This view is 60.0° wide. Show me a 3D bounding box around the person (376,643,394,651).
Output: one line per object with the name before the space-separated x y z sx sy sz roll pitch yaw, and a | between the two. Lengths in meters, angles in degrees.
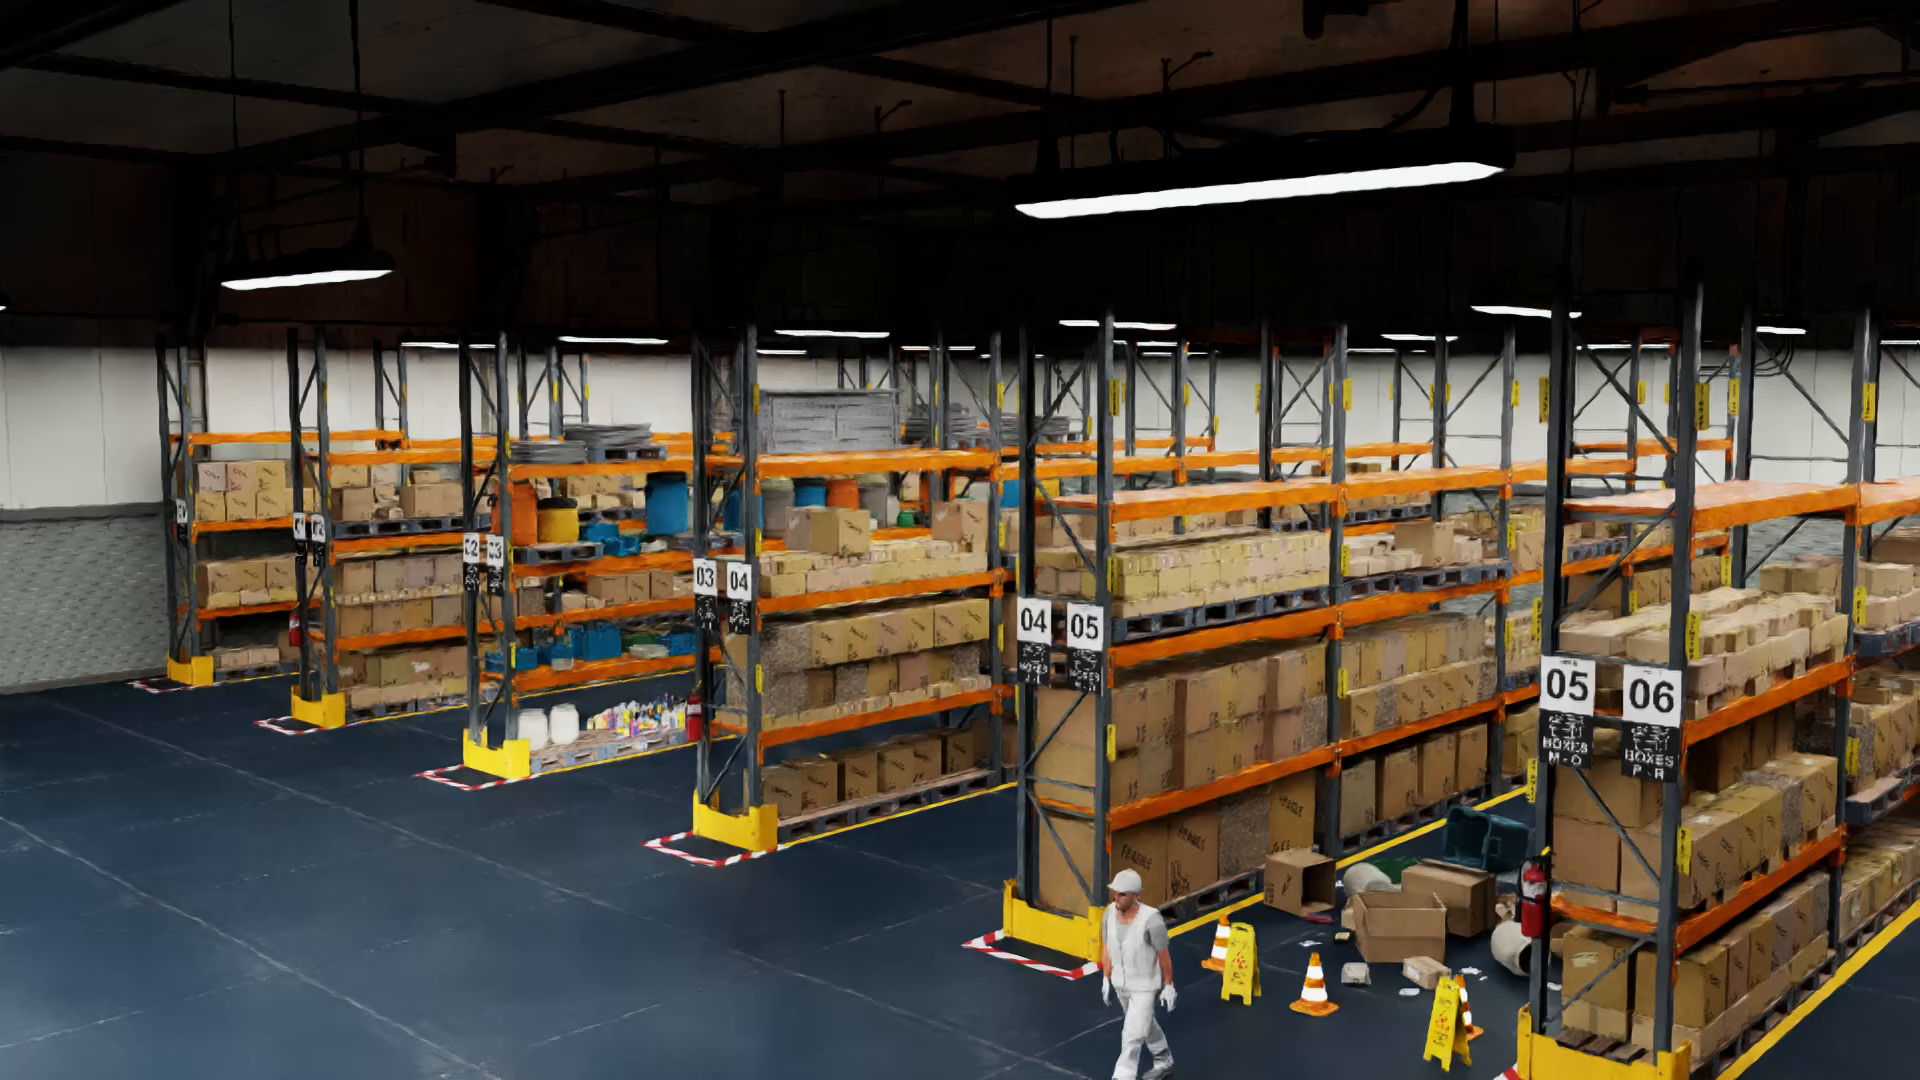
person | -10.380 1.478 30.196 0.457 1.675 0.531 2 6 22

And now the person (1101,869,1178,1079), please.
person | 1.217 3.183 11.901 1.123 1.709 0.553 -5 8 -44
